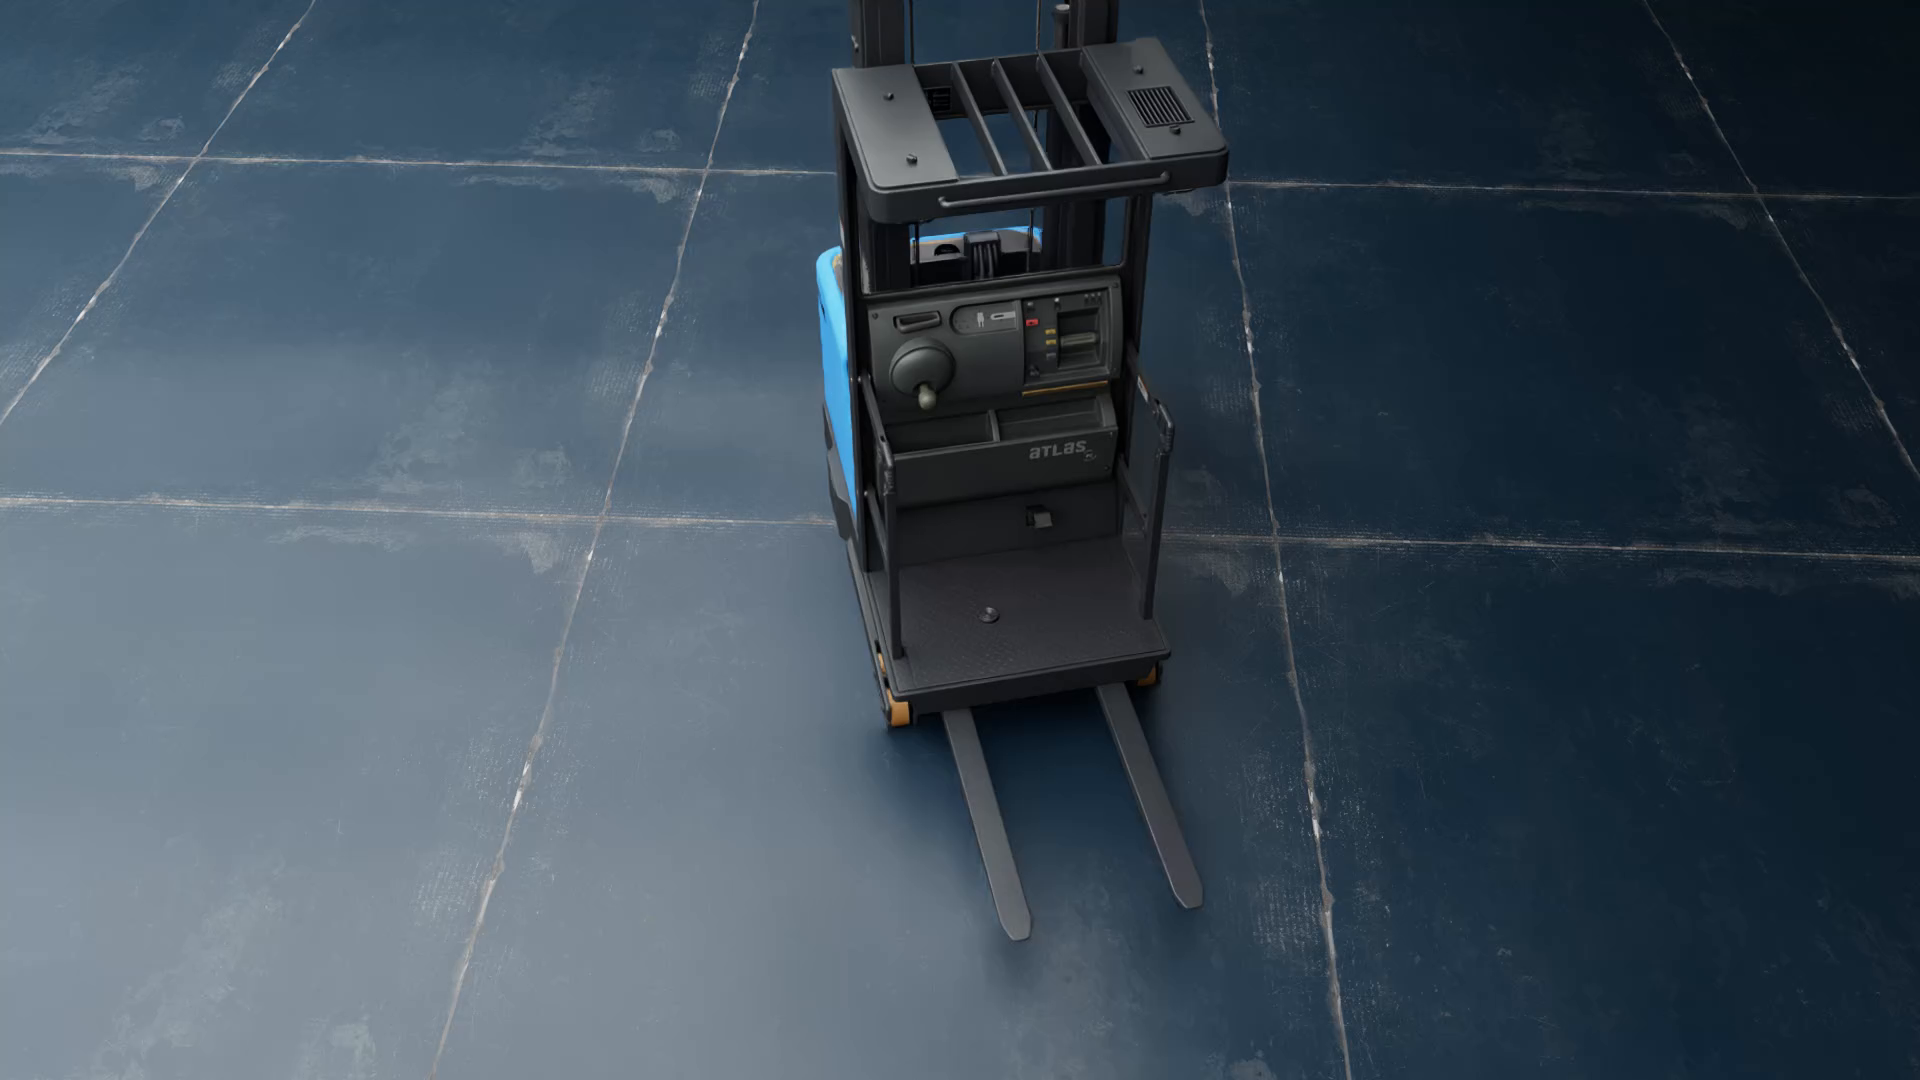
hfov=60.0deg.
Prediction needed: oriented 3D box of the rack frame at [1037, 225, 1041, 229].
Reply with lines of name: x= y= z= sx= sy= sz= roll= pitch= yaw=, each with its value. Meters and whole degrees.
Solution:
rack frame: x=0.466 y=-1.085 z=7.840 sx=0.240 sy=0.900 sz=0.006 roll=6 pitch=43 yaw=6

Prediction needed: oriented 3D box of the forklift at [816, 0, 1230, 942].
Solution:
forklift: x=0.183 y=-0.622 z=5.853 sx=1.130 sy=2.935 sz=3.031 roll=-8 pitch=44 yaw=-9

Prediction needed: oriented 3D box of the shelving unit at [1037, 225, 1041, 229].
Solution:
shelving unit: x=0.451 y=-1.016 z=7.766 sx=0.258 sy=0.900 sz=0.210 roll=6 pitch=43 yaw=6
